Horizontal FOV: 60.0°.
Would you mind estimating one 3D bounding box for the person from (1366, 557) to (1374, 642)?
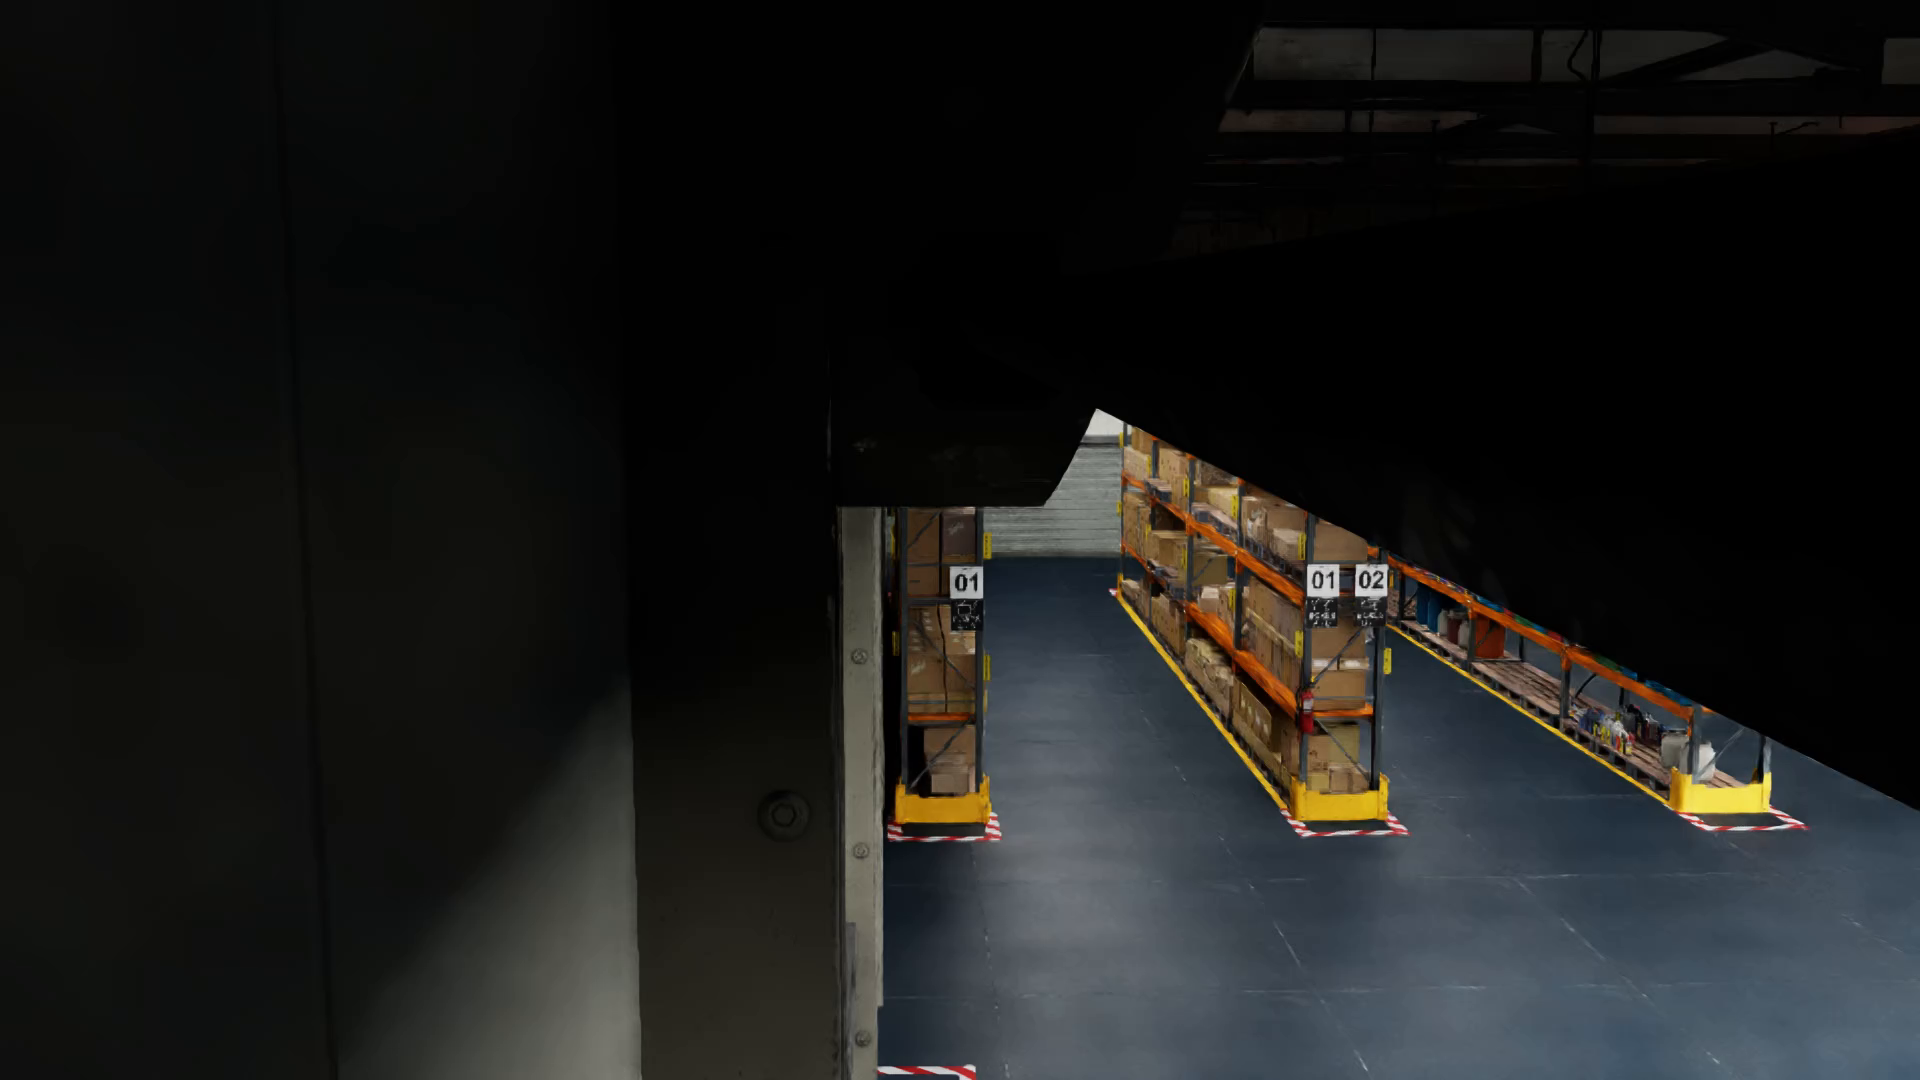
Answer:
[{"bbox_3d":[7.661,1.114,31.477,0.449,1.599,0.467,4,9,29],"label":"person"}]
